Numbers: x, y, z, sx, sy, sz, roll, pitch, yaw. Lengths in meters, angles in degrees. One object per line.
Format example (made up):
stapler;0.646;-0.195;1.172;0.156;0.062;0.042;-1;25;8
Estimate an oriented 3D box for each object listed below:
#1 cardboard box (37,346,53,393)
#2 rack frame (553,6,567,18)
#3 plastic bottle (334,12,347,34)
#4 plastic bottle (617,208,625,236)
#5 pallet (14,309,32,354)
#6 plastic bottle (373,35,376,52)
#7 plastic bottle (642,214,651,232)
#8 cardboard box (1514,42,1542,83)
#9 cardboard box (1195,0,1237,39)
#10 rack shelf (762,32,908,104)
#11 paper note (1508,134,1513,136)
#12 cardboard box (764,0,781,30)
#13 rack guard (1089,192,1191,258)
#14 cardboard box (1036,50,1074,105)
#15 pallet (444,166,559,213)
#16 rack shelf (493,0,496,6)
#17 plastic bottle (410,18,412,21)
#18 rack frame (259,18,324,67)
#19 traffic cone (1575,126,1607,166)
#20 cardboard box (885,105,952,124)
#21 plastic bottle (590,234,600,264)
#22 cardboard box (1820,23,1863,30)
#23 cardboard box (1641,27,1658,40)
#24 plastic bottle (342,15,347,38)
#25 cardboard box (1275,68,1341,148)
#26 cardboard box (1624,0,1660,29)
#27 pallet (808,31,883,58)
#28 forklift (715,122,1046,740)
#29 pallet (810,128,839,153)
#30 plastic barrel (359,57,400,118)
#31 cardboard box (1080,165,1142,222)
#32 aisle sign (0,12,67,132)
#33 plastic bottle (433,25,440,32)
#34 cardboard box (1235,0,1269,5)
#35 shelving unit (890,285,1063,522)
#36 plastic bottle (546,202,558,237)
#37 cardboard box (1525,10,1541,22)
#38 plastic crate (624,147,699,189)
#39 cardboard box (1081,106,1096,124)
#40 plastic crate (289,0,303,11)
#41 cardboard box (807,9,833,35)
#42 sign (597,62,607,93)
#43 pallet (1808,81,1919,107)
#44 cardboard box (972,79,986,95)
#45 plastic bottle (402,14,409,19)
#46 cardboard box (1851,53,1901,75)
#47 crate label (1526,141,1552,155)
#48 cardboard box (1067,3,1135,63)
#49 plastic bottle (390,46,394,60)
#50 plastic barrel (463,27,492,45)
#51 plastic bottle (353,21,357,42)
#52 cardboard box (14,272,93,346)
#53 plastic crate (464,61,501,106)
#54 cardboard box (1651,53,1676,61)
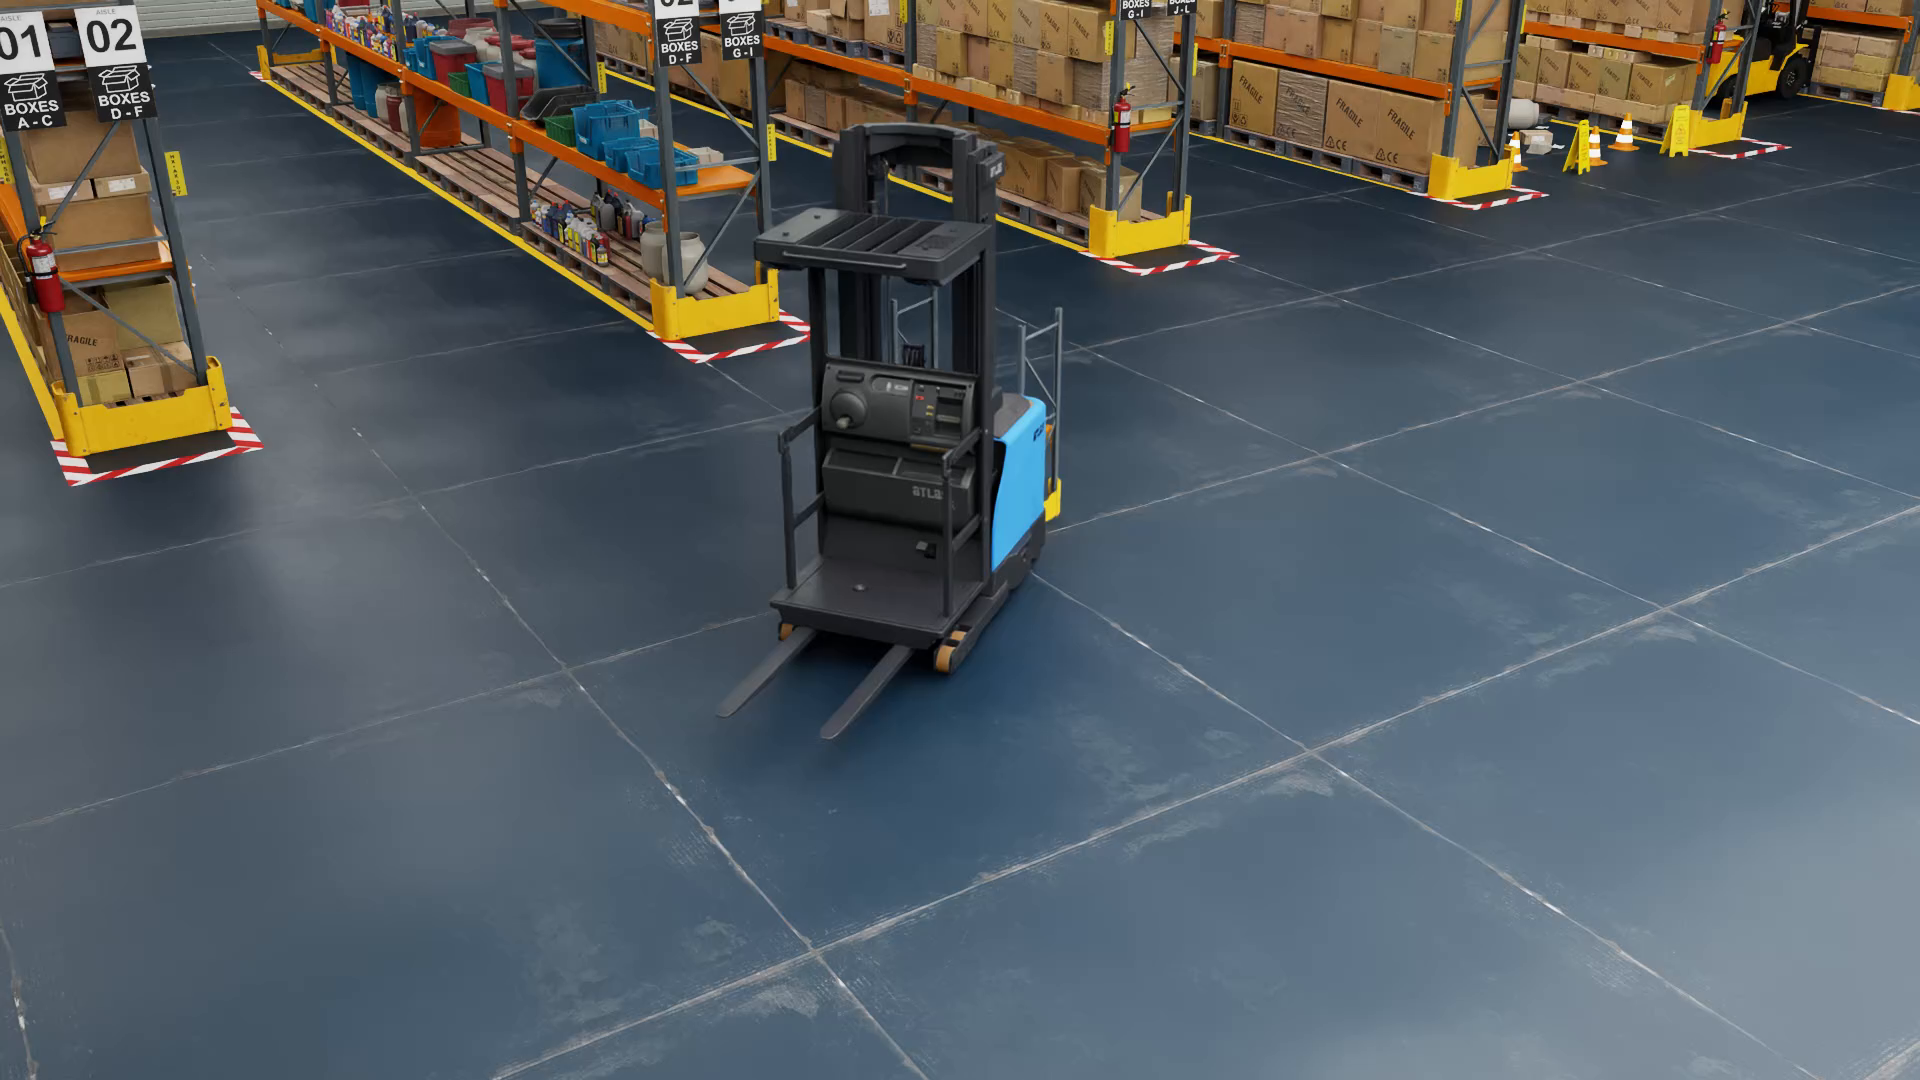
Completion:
cardboard box;-7.151;-1.427;13.488;0.500;0.250;0.500;-16;29;-30
rack frame;-6.760;-10.212;29.367;1.000;3.000;0.127;-16;29;-30
plastic bottle;-8.593;-7.185;23.102;0.152;0.276;0.135;-16;29;-30
plastic bottle;-3.557;-3.355;17.510;0.061;0.283;0.133;-16;29;-30
pallet;-8.112;-2.057;15.360;1.003;0.211;1.213;-16;29;-30
plastic bottle;-7.614;-6.488;21.713;0.097;0.201;0.097;0;25;0
plastic bottle;-3.257;-3.252;17.305;0.097;0.271;0.097;0;25;0
cardboard box;8.492;-7.052;24.525;0.500;0.500;0.500;-14;29;-28
cardboard box;3.493;-7.209;22.889;0.500;0.500;0.500;-16;29;-30
rack shelf;-1.301;-6.309;21.944;1.077;0.370;4.000;-16;29;-30
paper note;7.755;-5.663;23.224;0.148;0.019;0.142;-6;26;-12
cardboard box;-2.870;-7.514;23.536;0.500;0.500;0.500;-15;29;-28
rack guard;1.933;-3.386;17.836;1.175;0.500;0.348;-16;29;-30
cardboard box;1.323;-5.022;17.910;0.875;0.500;0.500;-16;29;-30
pallet;-5.491;-4.213;19.927;1.003;0.211;1.213;-16;29;-30
rack shelf;-5.451;-6.512;18.859;1.077;0.370;4.000;-16;29;-30
plastic bottle;-7.458;-6.964;22.638;0.097;0.271;0.097;0;25;0
rack frame;-10.910;-9.057;26.922;1.000;3.000;0.127;-16;29;-30
traffic cone;8.217;-5.124;21.562;0.336;0.463;0.334;-16;29;-30
cardboard box;-0.527;-5.213;21.191;0.700;0.500;0.500;-18;31;-33
plastic bottle;-3.625;-2.897;16.540;0.061;0.283;0.133;-15;29;-28
cardboard box;13.790;-7.930;26.093;0.500;0.250;0.500;-16;30;-30
cardboard box;9.541;-6.930;22.710;0.380;0.149;0.250;-16;30;-30
plastic bottle;-8.399;-7.026;22.755;0.061;0.283;0.133;-16;29;-30
cardboard box;4.781;-5.705;21.819;0.875;0.875;0.875;-15;29;-29
cardboard box;9.481;-7.288;22.709;0.500;0.500;0.500;-15;29;-29
pallet;-1.278;-6.565;21.867;1.003;0.211;1.213;-16;29;-30
forklift;-0.436;-0.751;9.407;1.130;2.935;3.031;9;27;19
pallet;-1.306;-5.373;22.385;1.003;0.211;1.213;-16;29;-30
plastic barrel;-8.057;-6.416;23.293;0.600;0.901;0.708;-16;29;-30
cardboard box;1.647;-3.775;18.170;0.500;0.500;0.500;-10;27;-20
aisle sign;-6.538;-3.265;11.608;0.394;0.787;0.004;-16;29;-30
plastic bottle;-6.922;-6.680;22.023;0.061;0.283;0.133;-16;29;-30
cardboard box;4.174;-7.455;22.088;0.875;0.550;0.550;-16;29;-30
shelving unit;0.098;-0.900;11.400;1.083;1.500;0.587;16;30;31
plastic bottle;-4.266;-3.381;17.486;0.144;0.351;0.185;-15;29;-28
cardboard box;8.455;-7.665;24.268;0.380;0.149;0.250;-15;29;-28
plastic crate;-2.700;-3.376;15.063;0.499;0.251;0.616;-16;29;-30
cardboard box;1.510;-4.519;17.602;0.380;0.149;0.250;-16;29;-30
plastic crate;-9.929;-8.087;25.106;0.293;0.136;0.466;-16;29;-30
cardboard box;-1.671;-6.819;21.865;0.500;0.250;0.500;-16;30;-31
sign;-3.892;-5.015;18.034;0.100;0.325;0.005;-16;29;-30
pallet;13.981;-6.959;25.744;1.003;0.211;1.213;-16;29;-30
cardboard box;0.359;-5.217;19.083;0.380;0.149;0.250;-16;29;-30
plastic bottle;-7.692;-7.146;23.018;0.152;0.276;0.135;-16;29;-30
cardboard box;13.906;-7.230;25.195;0.500;0.250;0.500;-16;30;-30
crate label;7.736;-5.243;22.196;0.298;0.136;0.250;12;28;24
cardboard box;1.467;-5.260;17.241;0.500;0.500;0.500;-16;29;-30
plastic bottle;-7.169;-6.197;21.096;0.097;0.201;0.097;0;25;0
plastic barrel;-5.802;-5.928;20.163;0.421;0.512;0.421;0;25;0
plastic bottle;-8.121;-6.852;22.402;0.097;0.271;0.097;0;25;0
cardboard box;-7.428;-1.944;13.704;0.500;0.500;0.500;-16;29;-30
plastic crate;-5.222;-5.080;18.516;0.392;0.384;0.575;-16;29;-30
cardboard box;9.766;-6.631;23.634;0.500;0.500;0.500;-17;30;-31
